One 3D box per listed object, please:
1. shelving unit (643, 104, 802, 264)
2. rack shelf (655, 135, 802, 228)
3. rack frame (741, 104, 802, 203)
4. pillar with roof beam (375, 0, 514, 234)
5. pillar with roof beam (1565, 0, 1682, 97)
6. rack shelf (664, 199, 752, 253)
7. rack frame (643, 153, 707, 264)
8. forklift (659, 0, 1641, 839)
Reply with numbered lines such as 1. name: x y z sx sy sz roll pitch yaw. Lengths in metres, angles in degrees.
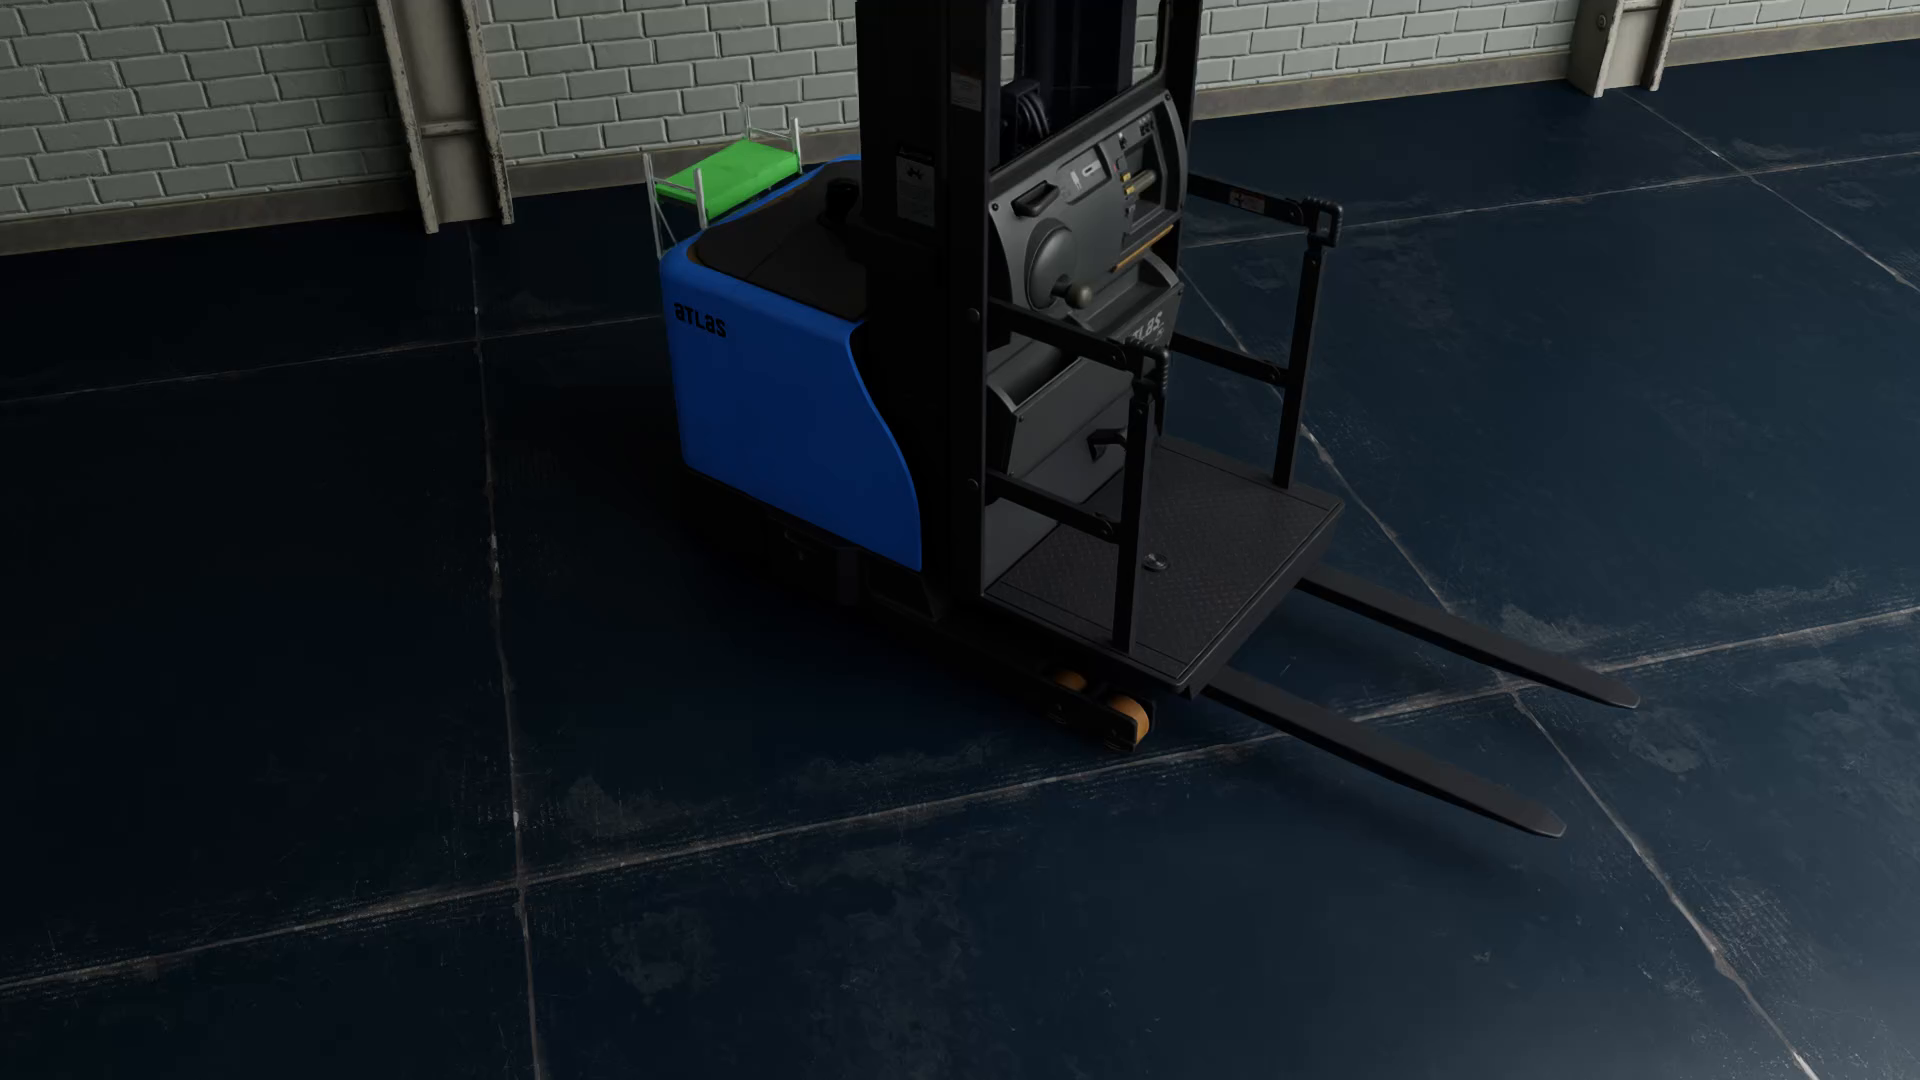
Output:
1. shelving unit: -0.777 -0.860 5.879 0.258 1.200 0.503 21 42 28
2. rack shelf: -0.788 -1.195 5.633 0.258 0.148 0.480 21 42 28
3. rack frame: -0.638 -0.981 6.039 0.240 1.200 0.015 21 42 28
4. pillar with roof beam: -1.161 -2.566 1.698 0.400 9.000 9.100 -9 38 -12
5. pillar with roof beam: 4.631 -3.517 2.941 0.400 9.000 9.100 -9 38 -12
6. rack shelf: -0.781 -1.001 5.775 0.258 0.148 0.480 21 42 28
7. rack frame: -0.916 -0.738 5.720 0.240 1.200 0.015 21 42 28
8. forklift: 0.540 -0.908 4.524 3.031 2.935 1.130 24 43 28
